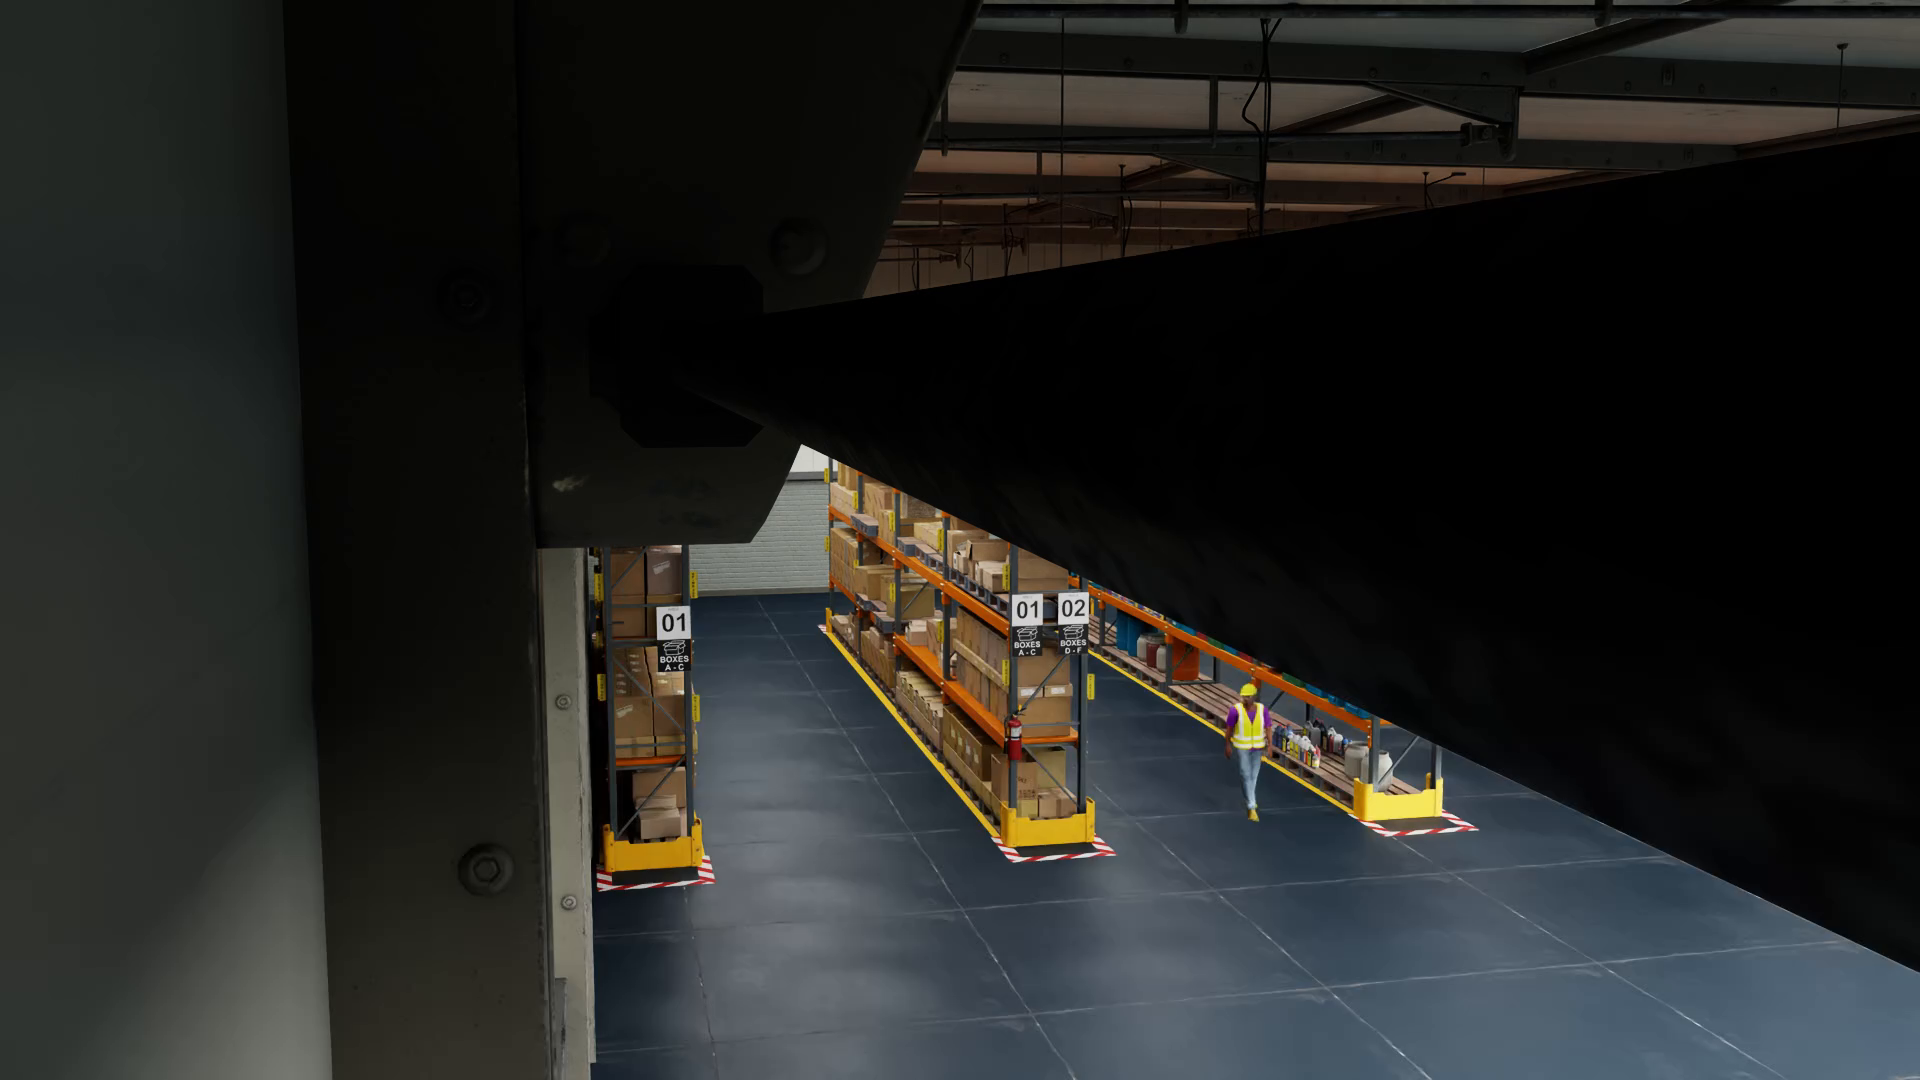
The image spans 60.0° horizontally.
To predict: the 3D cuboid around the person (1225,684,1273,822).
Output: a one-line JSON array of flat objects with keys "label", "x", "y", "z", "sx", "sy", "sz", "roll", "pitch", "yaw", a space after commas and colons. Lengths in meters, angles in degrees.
[{"label": "person", "x": 3.908, "y": 2.827, "z": 22.344, "sx": 0.595, "sy": 1.794, "sz": 0.774, "roll": -1, "pitch": 7, "yaw": -8}]
